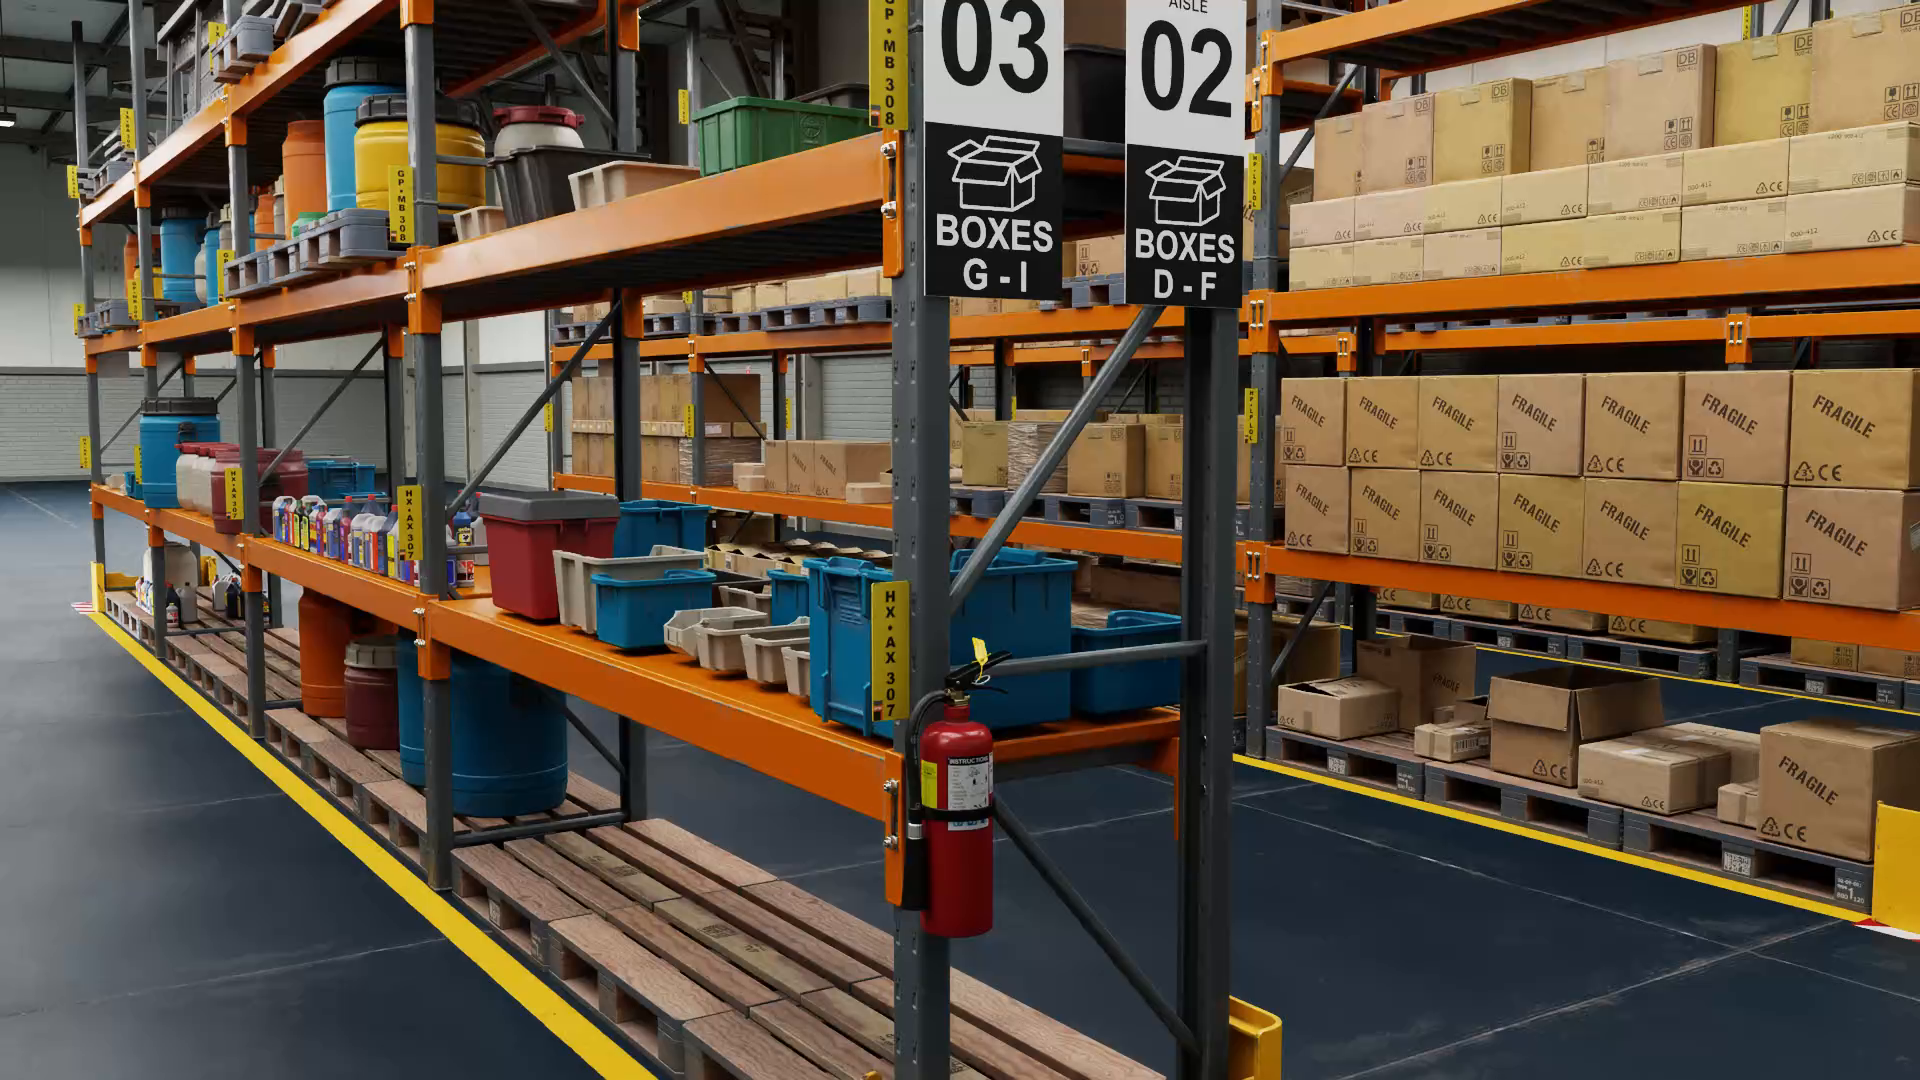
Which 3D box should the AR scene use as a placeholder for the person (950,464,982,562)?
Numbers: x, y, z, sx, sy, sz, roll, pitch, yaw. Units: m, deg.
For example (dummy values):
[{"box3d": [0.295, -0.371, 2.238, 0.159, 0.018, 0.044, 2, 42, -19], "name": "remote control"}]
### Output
[{"box3d": [0.057, -0.016, 16.297, 0.516, 1.654, 0.392, -3, 6, -34], "name": "person"}]
